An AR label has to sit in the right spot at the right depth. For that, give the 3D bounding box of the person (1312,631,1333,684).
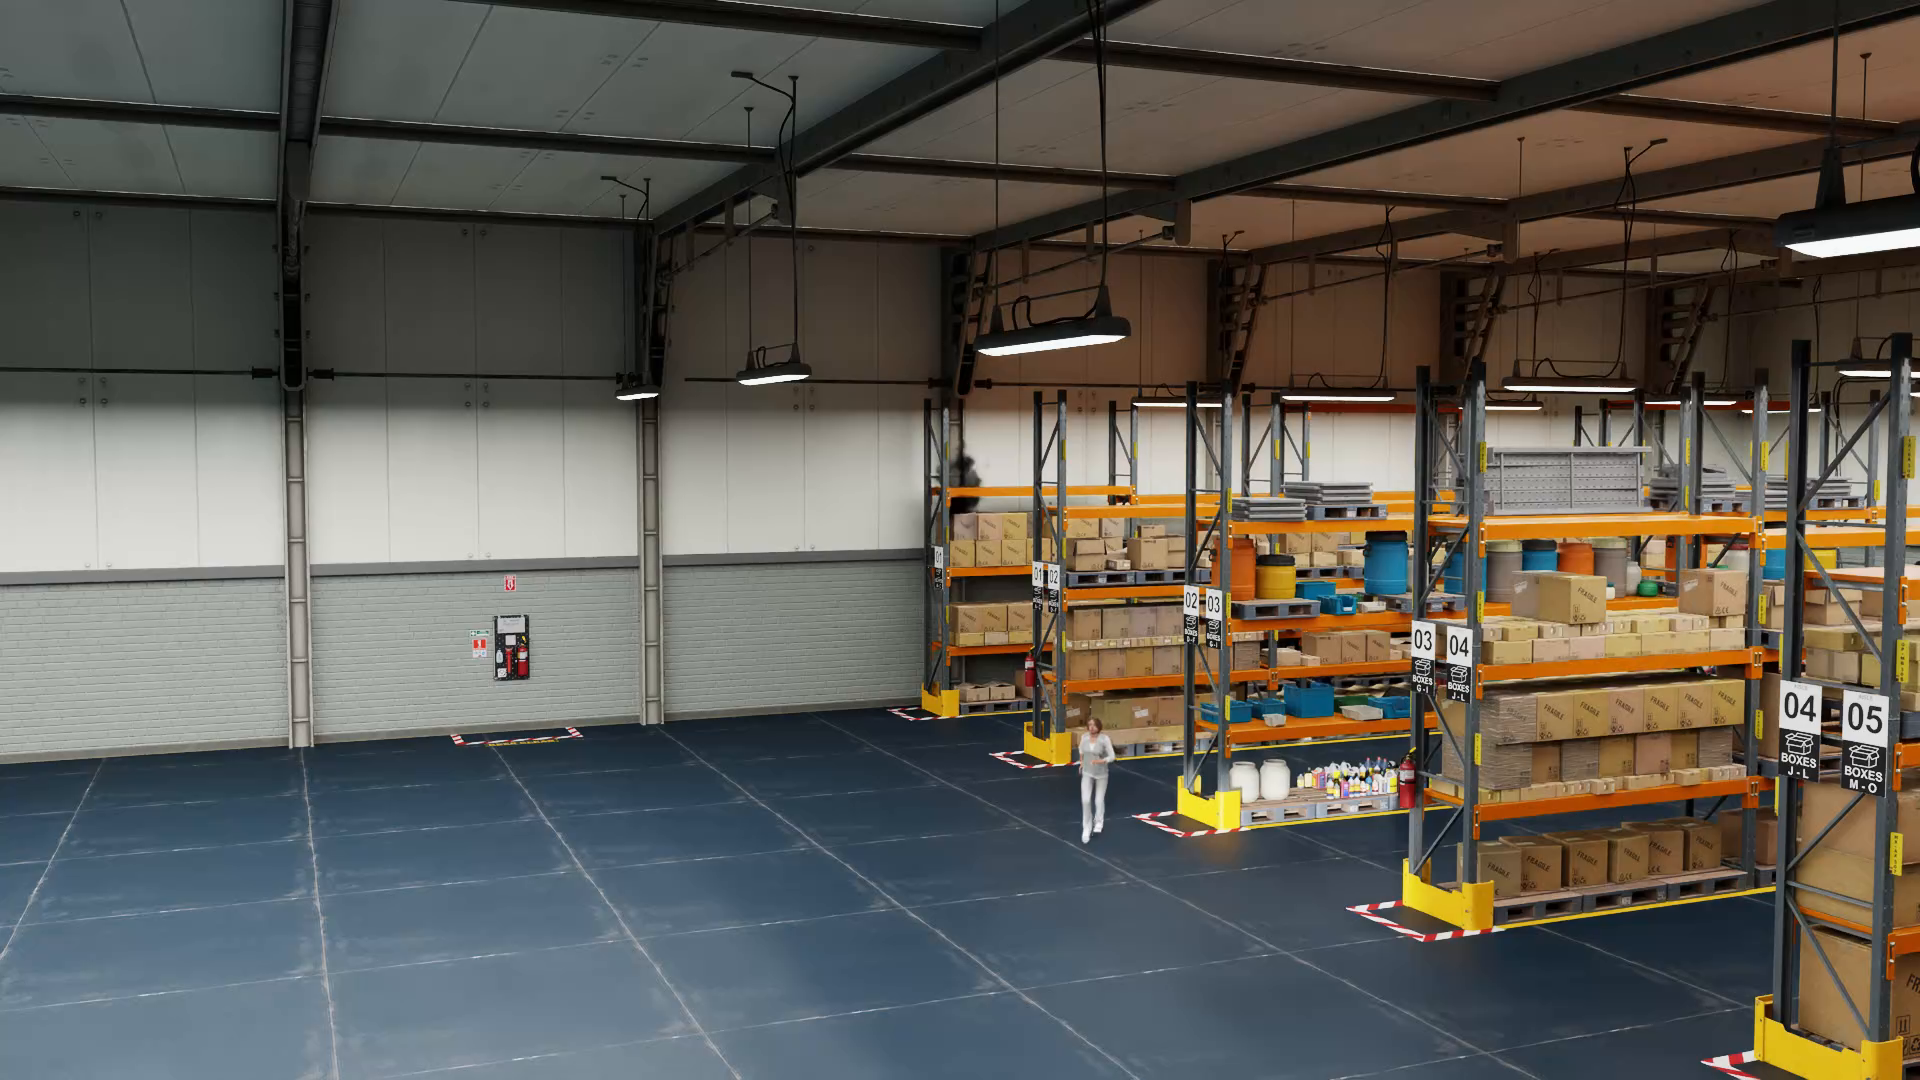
[{"bbox_3d":[6.857,2.525,31.300,0.759,1.628,0.608,-2,4,-35],"label":"person"}]

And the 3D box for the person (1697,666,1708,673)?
[{"bbox_3d":[12.875,2.551,29.479,0.642,1.744,0.694,-2,4,-32],"label":"person"}]

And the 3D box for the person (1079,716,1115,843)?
[{"bbox_3d":[1.768,3.101,21.595,0.513,1.617,0.691,1,3,14],"label":"person"}]
